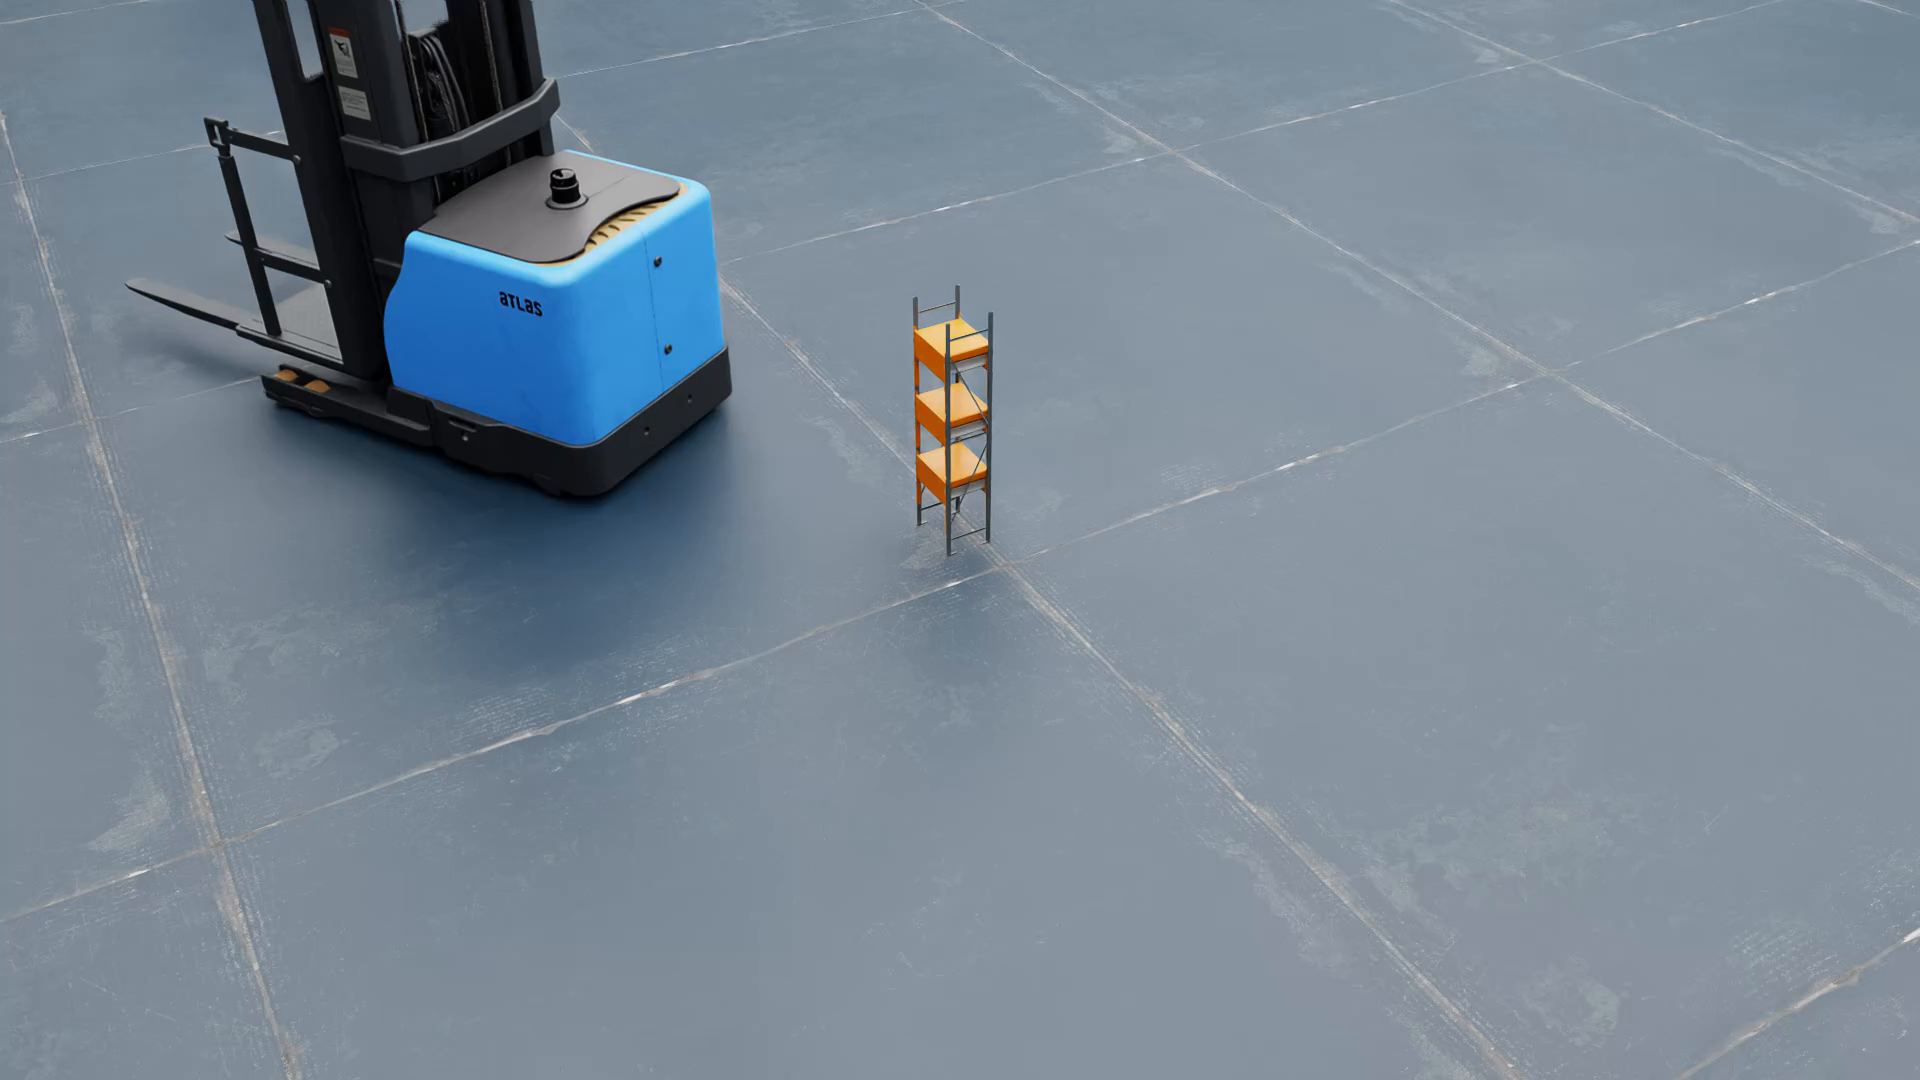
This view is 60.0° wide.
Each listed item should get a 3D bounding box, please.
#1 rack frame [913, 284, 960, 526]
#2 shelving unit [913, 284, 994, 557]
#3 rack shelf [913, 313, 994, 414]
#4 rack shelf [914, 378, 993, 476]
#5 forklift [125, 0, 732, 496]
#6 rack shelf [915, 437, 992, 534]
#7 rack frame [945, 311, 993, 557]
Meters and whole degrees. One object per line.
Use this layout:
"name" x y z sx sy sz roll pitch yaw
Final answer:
"rack frame" -0.088 -0.513 6.563 0.200 1.050 0.008 -19 40 -24
"shelving unit" -0.027 -0.451 6.478 0.215 1.050 0.252 -19 40 -24
"rack shelf" -0.027 -0.672 6.317 0.215 0.259 0.240 -19 40 -24
"rack shelf" -0.027 -0.443 6.484 0.215 0.259 0.240 -19 40 -24
"forklift" -2.575 -1.988 6.987 3.031 2.935 1.130 18 40 23
"rack shelf" -0.027 -0.218 6.648 0.215 0.259 0.240 -19 40 -24
"rack frame" 0.034 -0.389 6.393 0.200 1.050 0.008 -19 40 -24
